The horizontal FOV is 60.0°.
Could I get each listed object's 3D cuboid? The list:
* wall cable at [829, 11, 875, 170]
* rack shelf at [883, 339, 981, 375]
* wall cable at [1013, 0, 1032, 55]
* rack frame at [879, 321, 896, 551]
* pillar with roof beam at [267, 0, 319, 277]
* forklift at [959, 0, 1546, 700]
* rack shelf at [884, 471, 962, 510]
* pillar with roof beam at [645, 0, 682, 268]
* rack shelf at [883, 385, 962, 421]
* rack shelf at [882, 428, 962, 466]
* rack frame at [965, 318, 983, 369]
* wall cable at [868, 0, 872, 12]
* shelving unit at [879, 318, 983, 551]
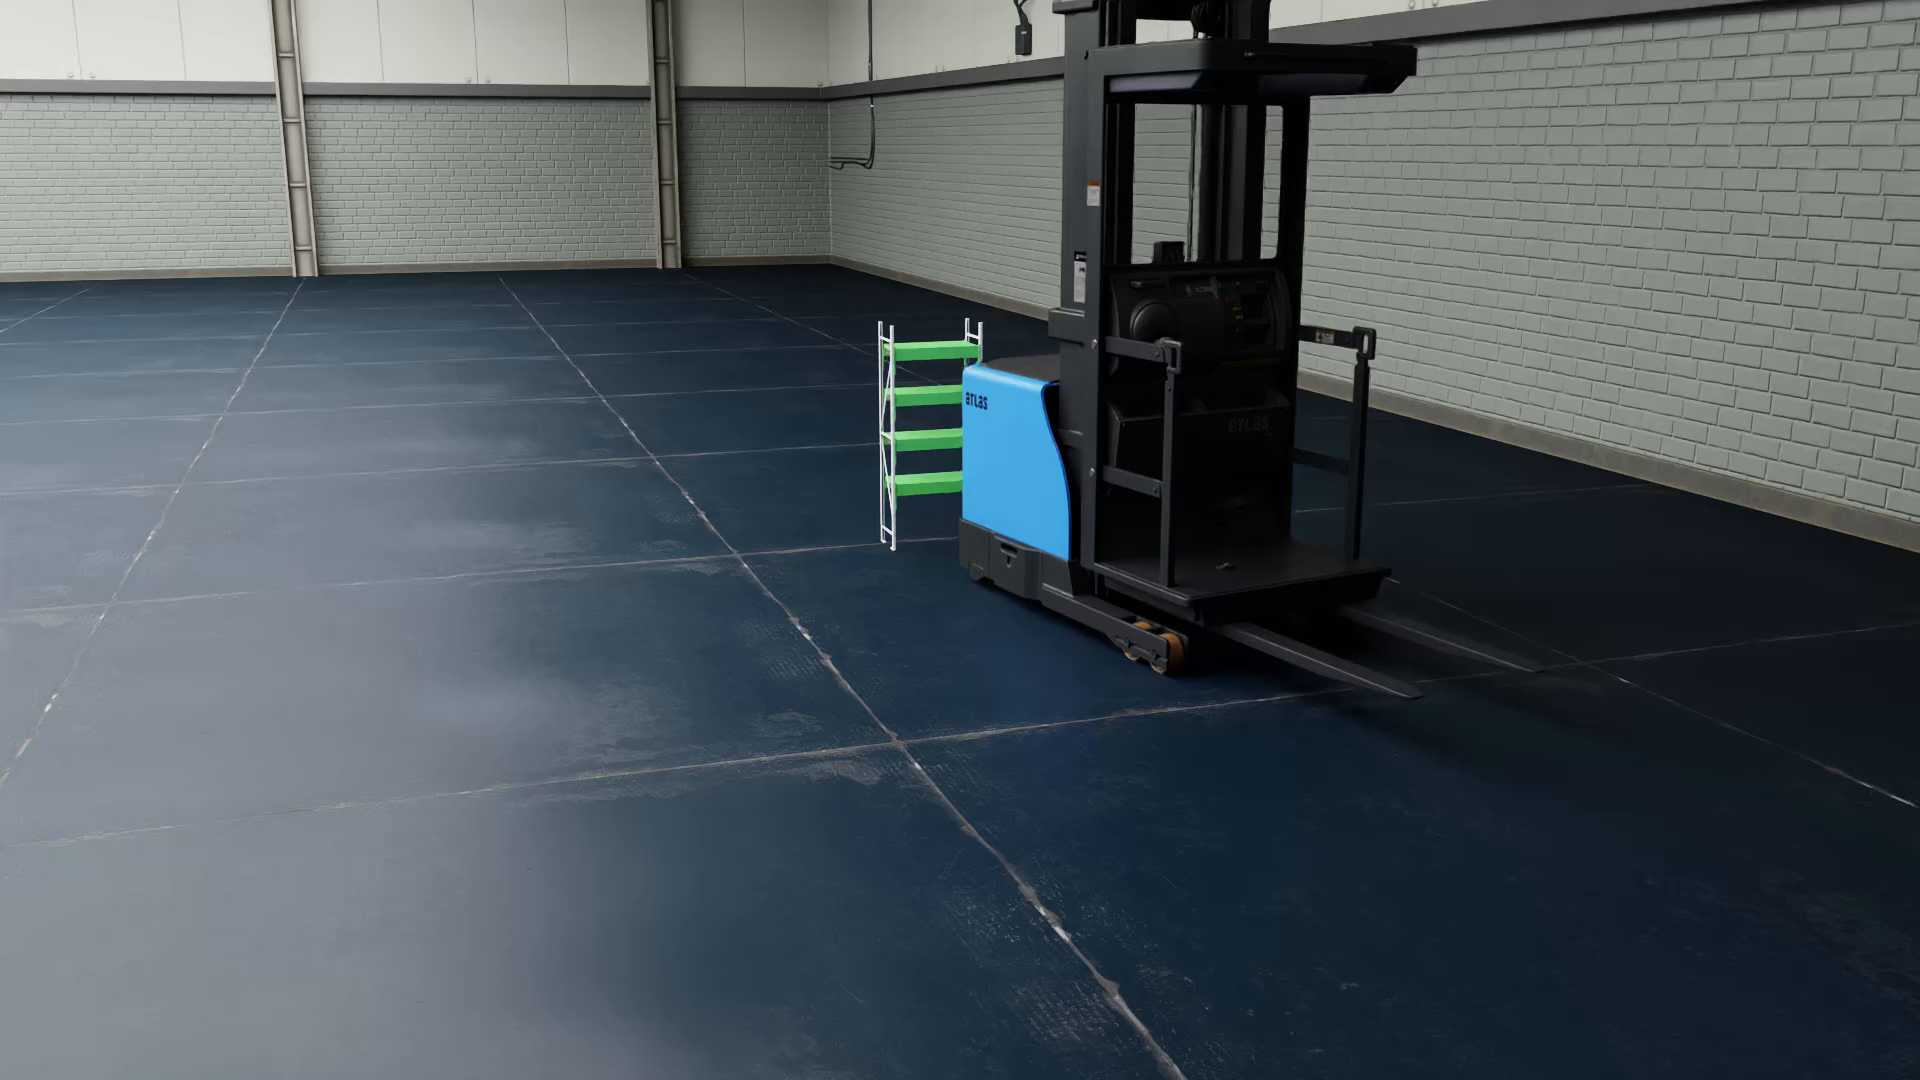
[{"bbox_3d":[-1.928,-7.613,28.413,0.112,2.526,3.097,-4,14,-18],"label":"wall cable"},{"bbox_3d":[-0.157,-0.976,8.856,0.480,0.148,0.258,-4,14,-18],"label":"rack shelf"},{"bbox_3d":[1.085,-8.695,18.902,0.169,6.003,2.305,-4,14,-18],"label":"wall cable"},{"bbox_3d":[-0.388,-0.553,8.877,0.015,1.200,0.240,-4,14,-18],"label":"rack frame"},{"bbox_3d":[-9.455,-7.809,22.528,0.400,9.000,9.100,-4,14,-18],"label":"pillar with roof beam"},{"bbox_3d":[1.149,-0.997,7.000,1.130,2.935,3.031,-7,15,-28],"label":"forklift"},{"bbox_3d":[-0.157,-0.276,9.023,0.480,0.148,0.258,-4,14,-18],"label":"rack shelf"},{"bbox_3d":[-3.769,-8.252,24.389,0.400,9.000,9.100,-4,14,-18],"label":"pillar with roof beam"},{"bbox_3d":[-0.157,-0.743,8.912,0.480,0.148,0.258,-4,14,-18],"label":"rack shelf"},{"bbox_3d":[-0.157,-0.509,8.967,0.480,0.148,0.258,-4,14,-18],"label":"rack shelf"},{"bbox_3d":[0.074,-0.590,9.028,0.015,1.200,0.240,-4,14,-18],"label":"rack frame"},{"bbox_3d":[-1.065,-9.477,25.334,0.112,2.526,3.097,-4,14,-18],"label":"wall cable"},{"bbox_3d":[-0.157,-0.571,8.953,0.503,1.200,0.258,-4,14,-18],"label":"shelving unit"}]
